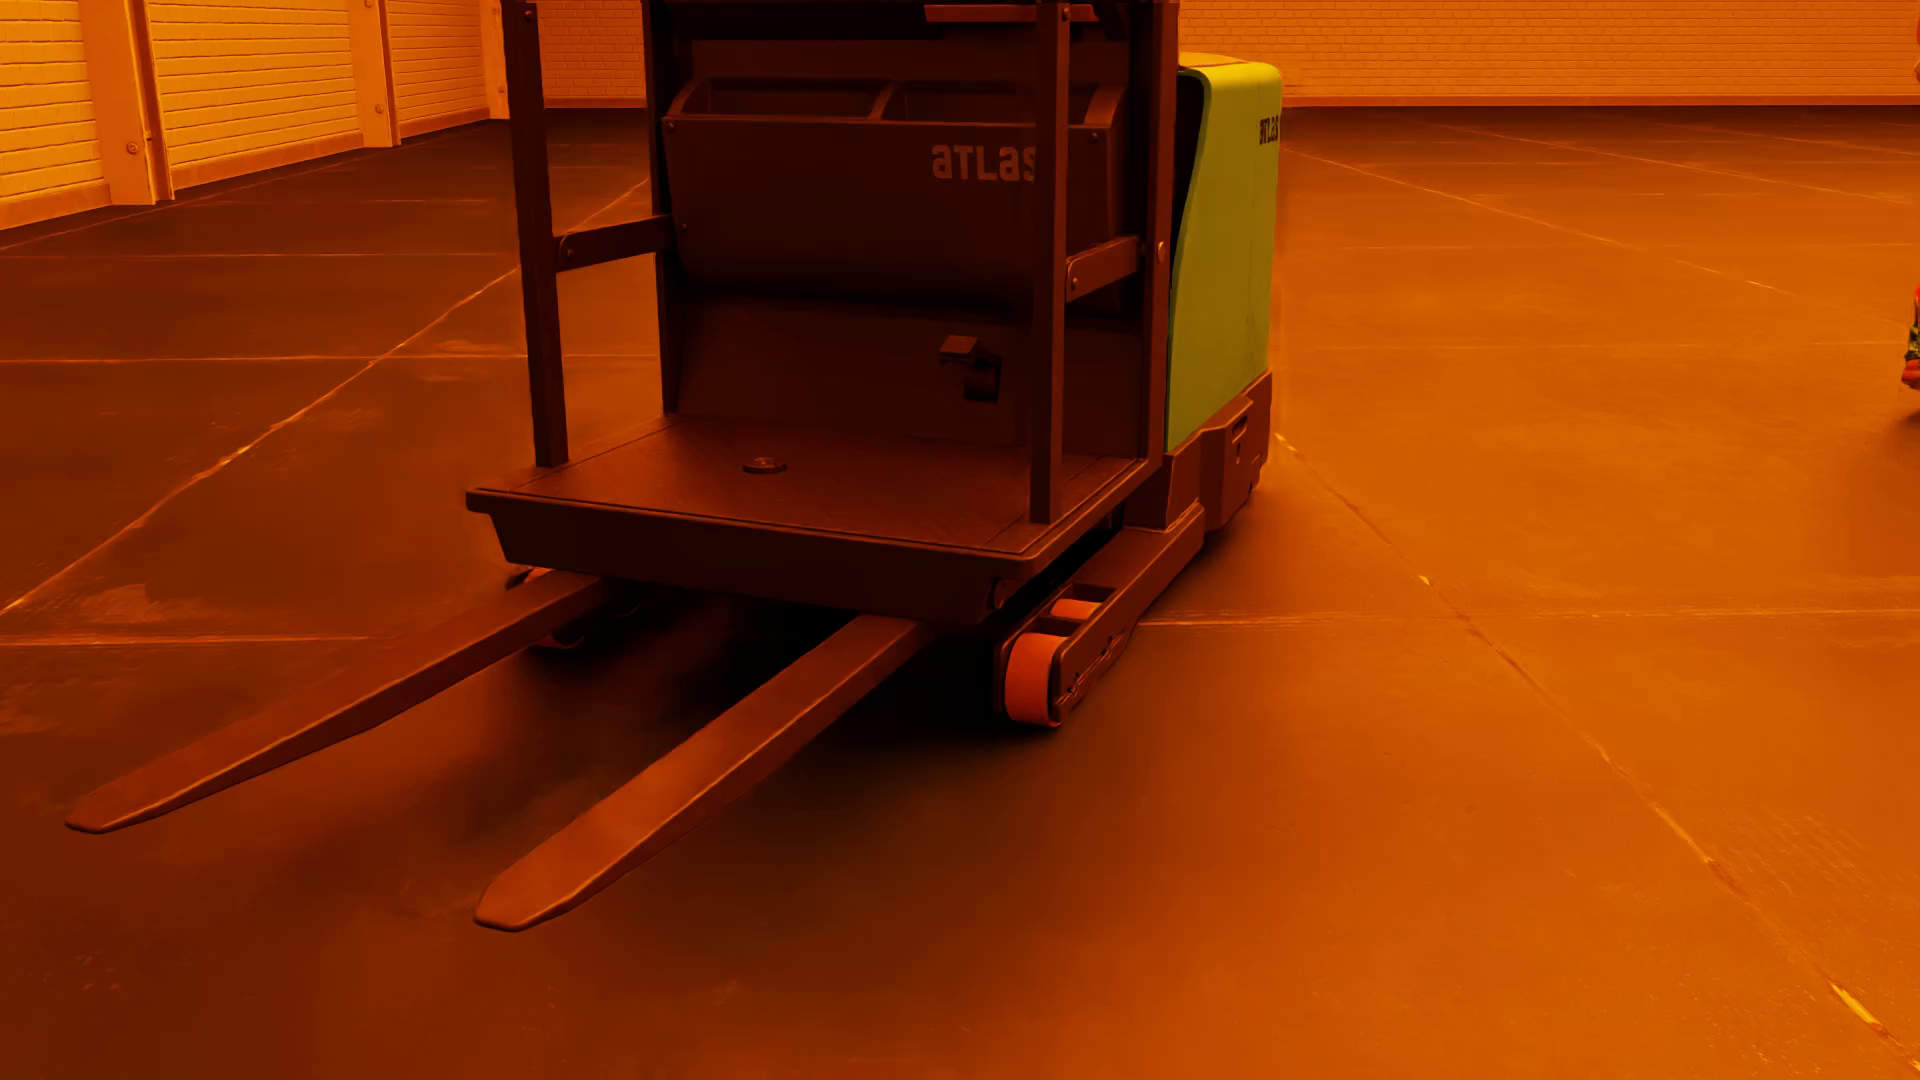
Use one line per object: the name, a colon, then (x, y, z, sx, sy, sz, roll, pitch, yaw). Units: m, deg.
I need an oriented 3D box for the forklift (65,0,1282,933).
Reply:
forklift: (-0.216, -1.217, 2.885, 1.130, 2.935, 3.031, 7, 18, 21)

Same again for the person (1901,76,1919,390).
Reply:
person: (3.277, -1.258, 5.022, 0.723, 1.763, 0.928, -14, 22, -39)
